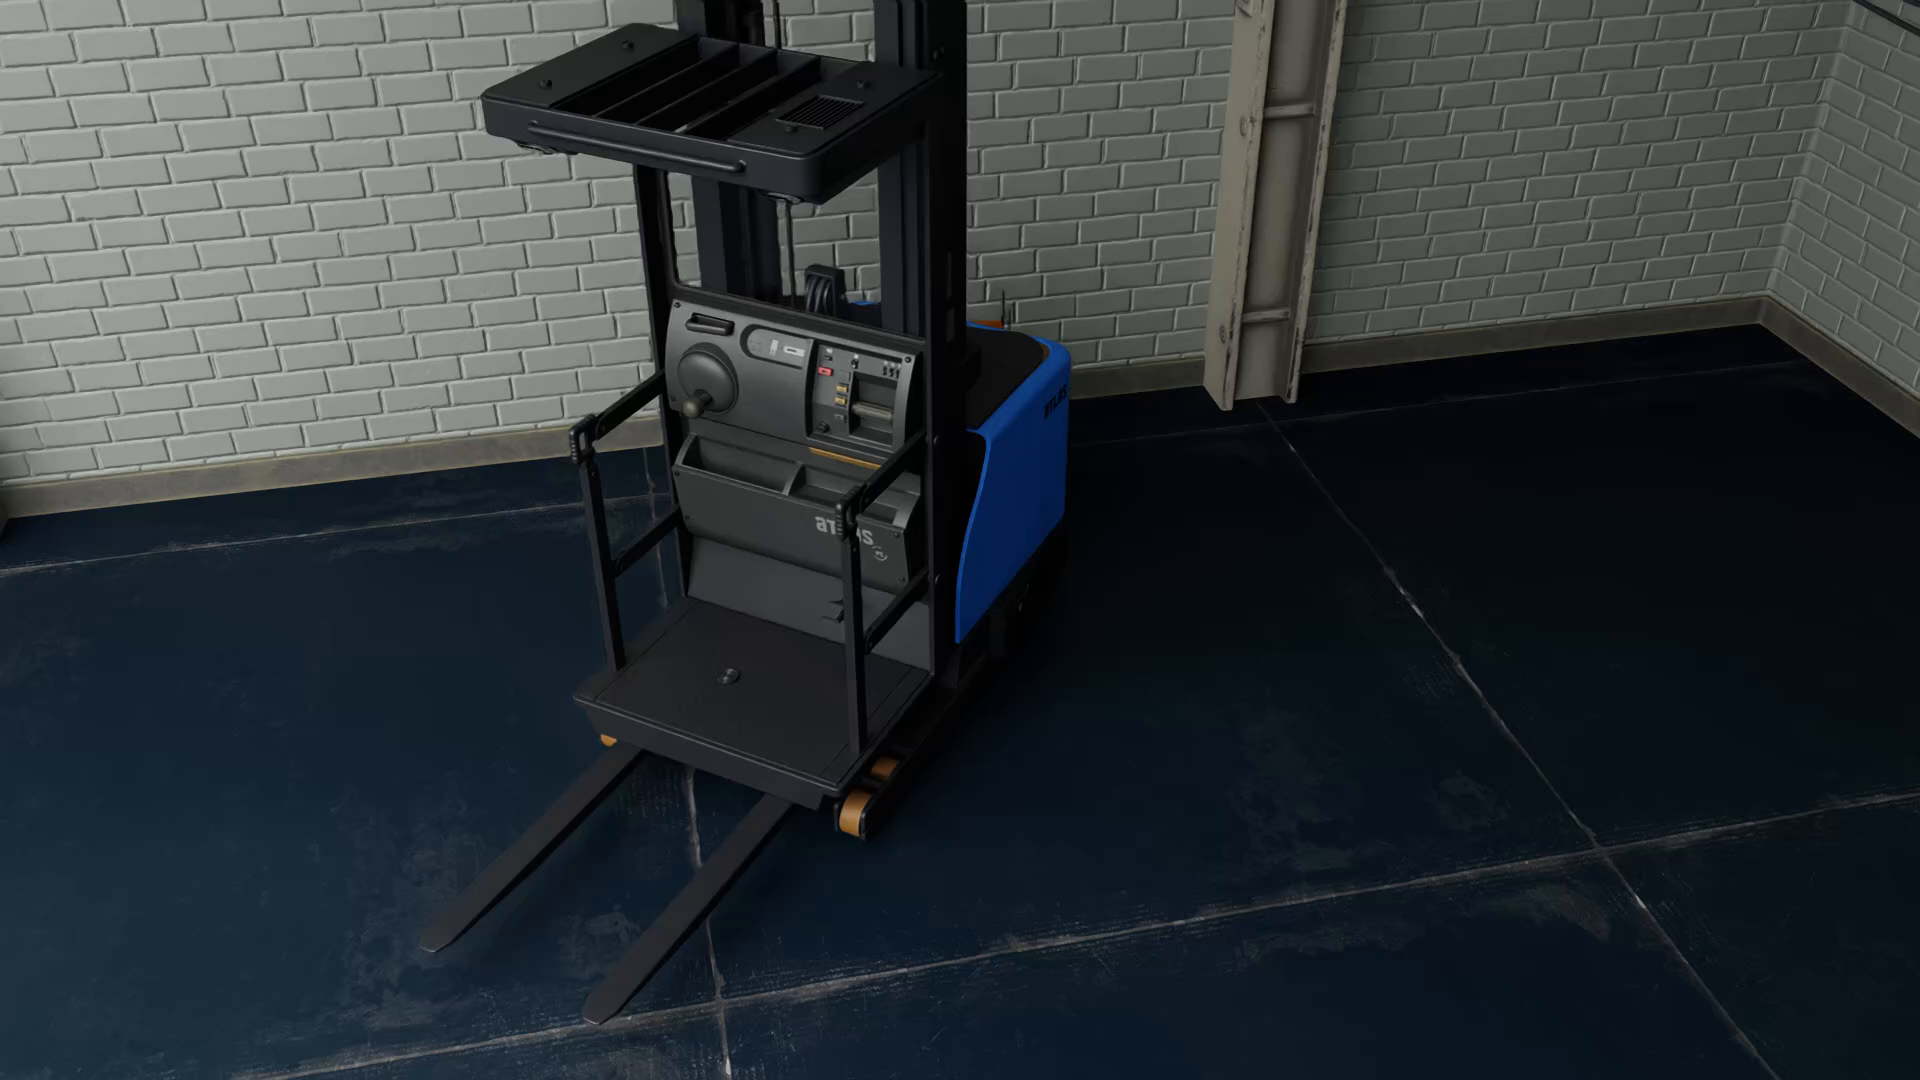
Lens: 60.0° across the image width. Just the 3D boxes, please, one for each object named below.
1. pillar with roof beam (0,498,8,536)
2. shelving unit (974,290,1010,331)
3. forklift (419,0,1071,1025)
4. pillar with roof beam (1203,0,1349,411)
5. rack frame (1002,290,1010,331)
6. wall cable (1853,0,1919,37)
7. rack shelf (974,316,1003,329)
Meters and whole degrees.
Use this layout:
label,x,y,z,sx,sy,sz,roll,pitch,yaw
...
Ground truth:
label,x,y,z,sx,sy,sz,roll,pitch,yaw
pillar with roof beam,-3.451,-1.404,1.267,0.400,9.000,9.100,-7,35,-11
shelving unit,0.069,-0.541,7.114,0.252,1.050,0.215,-3,34,-5
forklift,-0.662,-0.477,5.330,1.130,2.935,3.031,16,37,22
pillar with roof beam,2.402,-2.142,2.366,0.400,9.000,9.100,-7,35,-11
rack frame,0.190,-0.549,7.125,0.008,1.050,0.200,-3,34,-5
wall cable,4.617,-2.836,6.187,0.112,2.526,3.097,-7,35,-11
rack shelf,0.069,-0.768,6.962,0.240,0.259,0.215,-3,34,-5
